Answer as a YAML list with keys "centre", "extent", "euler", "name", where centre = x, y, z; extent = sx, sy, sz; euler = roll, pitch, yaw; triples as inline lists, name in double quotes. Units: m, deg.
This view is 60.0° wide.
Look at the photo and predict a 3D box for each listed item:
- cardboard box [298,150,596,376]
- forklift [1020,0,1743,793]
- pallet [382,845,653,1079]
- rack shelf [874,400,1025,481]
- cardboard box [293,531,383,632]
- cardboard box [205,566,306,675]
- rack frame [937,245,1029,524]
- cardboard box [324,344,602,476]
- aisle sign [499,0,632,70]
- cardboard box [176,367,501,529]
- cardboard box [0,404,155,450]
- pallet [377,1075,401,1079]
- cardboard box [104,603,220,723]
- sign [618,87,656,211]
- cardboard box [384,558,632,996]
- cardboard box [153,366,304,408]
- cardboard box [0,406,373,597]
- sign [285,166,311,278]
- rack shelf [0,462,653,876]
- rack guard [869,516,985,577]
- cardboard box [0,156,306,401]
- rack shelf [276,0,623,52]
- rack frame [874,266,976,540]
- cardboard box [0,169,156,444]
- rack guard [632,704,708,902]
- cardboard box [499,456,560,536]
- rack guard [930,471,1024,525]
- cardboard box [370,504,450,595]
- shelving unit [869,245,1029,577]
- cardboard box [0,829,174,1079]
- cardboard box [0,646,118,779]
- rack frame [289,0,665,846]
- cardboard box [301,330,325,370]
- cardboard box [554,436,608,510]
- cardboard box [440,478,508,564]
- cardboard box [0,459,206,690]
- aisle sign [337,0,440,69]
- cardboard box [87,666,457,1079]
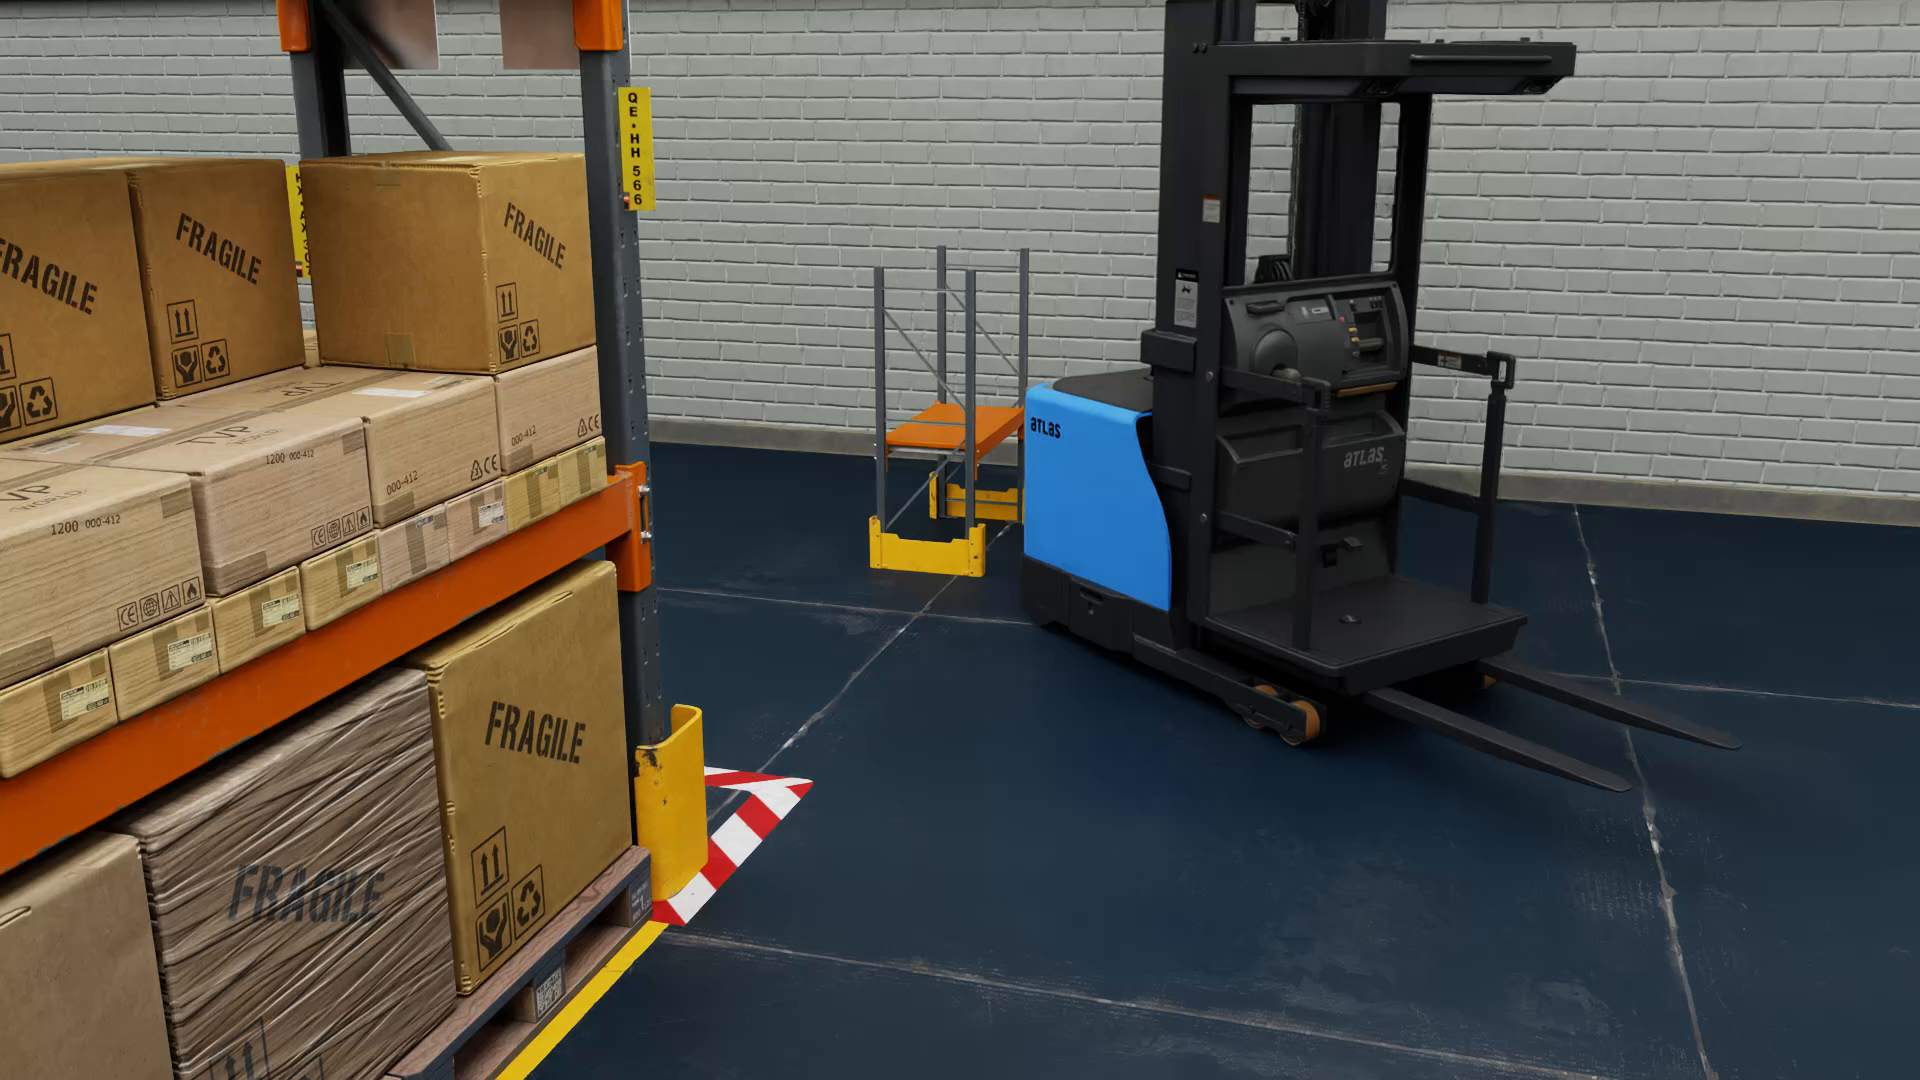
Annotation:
- centre: [-1.282, -0.719, 4.222]
  extent: [0.500, 0.500, 0.500]
  euler: [5, 17, 17]
  name: "cardboard box"
- centre: [1.510, -0.798, 6.271]
  extent: [1.130, 2.935, 3.031]
  euler: [-10, 19, -32]
  name: "forklift"
- centre: [-1.548, 1.122, 4.487]
  extent: [1.003, 0.211, 1.213]
  euler: [5, 16, 16]
  name: "pallet"
- centre: [-0.024, -0.526, 8.595]
  extent: [0.538, 0.185, 1.000]
  euler: [5, 16, 16]
  name: "rack shelf"
- centre: [-1.470, 0.072, 3.539]
  extent: [0.380, 0.149, 0.250]
  euler: [4, 16, 15]
  name: "cardboard box"
- centre: [-1.544, 0.140, 3.300]
  extent: [0.380, 0.149, 0.250]
  euler: [5, 16, 16]
  name: "cardboard box"
- centre: [0.120, -0.832, 9.015]
  extent: [0.500, 1.500, 0.032]
  euler: [5, 16, 16]
  name: "rack frame"
- centre: [-1.279, -0.359, 4.326]
  extent: [0.500, 0.250, 0.500]
  euler: [4, 16, 15]
  name: "cardboard box"
- centre: [-1.088, -1.681, 4.495]
  extent: [0.394, 0.787, 0.004]
  euler: [5, 16, 16]
  name: "aisle sign"
- centre: [-1.424, -0.226, 3.858]
  extent: [0.500, 0.250, 0.500]
  euler: [4, 16, 15]
  name: "cardboard box"
- centre: [-2.079, -0.134, 3.533]
  extent: [0.500, 0.250, 0.500]
  euler: [4, 16, 14]
  name: "cardboard box"
- centre: [-1.897, 1.440, 3.366]
  extent: [1.003, 0.211, 1.213]
  euler: [5, 16, 16]
  name: "pallet"
- centre: [-1.616, 0.205, 3.072]
  extent: [0.380, 0.149, 0.250]
  euler: [5, 17, 17]
  name: "cardboard box"
- centre: [-0.880, -1.060, 4.514]
  extent: [0.100, 0.325, 0.005]
  euler: [5, 16, 16]
  name: "sign"
- centre: [-1.501, 0.559, 4.486]
  extent: [0.875, 0.875, 0.875]
  euler: [5, 16, 16]
  name: "cardboard box"
- centre: [-1.933, -0.265, 3.996]
  extent: [0.500, 0.250, 0.500]
  euler: [4, 16, 15]
  name: "cardboard box"
- centre: [-1.568, -0.093, 3.389]
  extent: [0.500, 0.250, 0.500]
  euler: [4, 16, 14]
  name: "cardboard box"
- centre: [-1.926, -0.934, 4.894]
  extent: [0.100, 0.325, 0.005]
  euler: [5, 16, 16]
  name: "sign"
- centre: [-1.964, 0.434, 3.119]
  extent: [1.077, 0.370, 4.000]
  euler: [5, 16, 16]
  name: "rack shelf"
- centre: [-0.163, 0.030, 8.266]
  extent: [0.587, 0.250, 0.087]
  euler: [5, 16, 16]
  name: "rack guard"
- centre: [-1.933, -0.631, 3.913]
  extent: [0.500, 0.500, 0.500]
  euler: [4, 16, 15]
  name: "cardboard box"
- centre: [-1.964, -1.009, 2.710]
  extent: [1.077, 0.370, 4.000]
  euler: [5, 16, 16]
  name: "rack shelf"
- centre: [-0.169, -0.566, 8.077]
  extent: [0.500, 1.500, 0.032]
  euler: [5, 16, 16]
  name: "rack frame"
- centre: [-2.075, -0.495, 3.434]
  extent: [0.500, 0.500, 0.500]
  euler: [4, 16, 14]
  name: "cardboard box"
- centre: [-1.389, 0.761, 5.229]
  extent: [1.175, 0.500, 0.348]
  euler: [5, 16, 16]
  name: "rack guard"
- centre: [-1.254, -0.127, 4.241]
  extent: [0.380, 0.149, 0.250]
  euler: [5, 17, 16]
  name: "cardboard box"
- centre: [0.120, -0.231, 9.184]
  extent: [0.587, 0.250, 0.087]
  euler: [5, 16, 16]
  name: "rack guard"
- centre: [-1.398, 0.004, 3.779]
  extent: [0.380, 0.149, 0.250]
  euler: [5, 17, 17]
  name: "cardboard box"
- centre: [-0.022, -0.702, 8.554]
  extent: [0.587, 1.500, 1.083]
  euler: [5, 16, 16]
  name: "shelving unit"
- centre: [-2.013, 1.030, 2.826]
  extent: [0.875, 0.875, 0.875]
  euler: [5, 16, 16]
  name: "cardboard box"
- centre: [-1.688, 0.273, 2.831]
  extent: [0.380, 0.149, 0.250]
  euler: [4, 16, 14]
  name: "cardboard box"
- centre: [-1.396, -0.435, 4.866]
  extent: [1.000, 3.000, 0.127]
  euler: [5, 16, 16]
  name: "rack frame"
- centre: [-1.791, -0.401, 4.477]
  extent: [0.500, 0.250, 0.500]
  euler: [4, 16, 14]
  name: "cardboard box"
- centre: [-1.182, -0.195, 4.482]
  extent: [0.380, 0.149, 0.250]
  euler: [5, 17, 17]
  name: "cardboard box"
- centre: [-1.327, -0.061, 4.009]
  extent: [0.380, 0.149, 0.250]
  euler: [5, 16, 16]
  name: "cardboard box"
- centre: [-1.712, 0.044, 2.907]
  extent: [0.500, 0.250, 0.500]
  euler: [5, 16, 16]
  name: "cardboard box"
- centre: [-1.663, -1.728, 4.660]
  extent: [0.394, 0.787, 0.004]
  euler: [5, 16, 16]
  name: "aisle sign"
- centre: [-1.760, 0.797, 3.647]
  extent: [0.875, 0.875, 0.875]
  euler: [5, 16, 16]
  name: "cardboard box"
